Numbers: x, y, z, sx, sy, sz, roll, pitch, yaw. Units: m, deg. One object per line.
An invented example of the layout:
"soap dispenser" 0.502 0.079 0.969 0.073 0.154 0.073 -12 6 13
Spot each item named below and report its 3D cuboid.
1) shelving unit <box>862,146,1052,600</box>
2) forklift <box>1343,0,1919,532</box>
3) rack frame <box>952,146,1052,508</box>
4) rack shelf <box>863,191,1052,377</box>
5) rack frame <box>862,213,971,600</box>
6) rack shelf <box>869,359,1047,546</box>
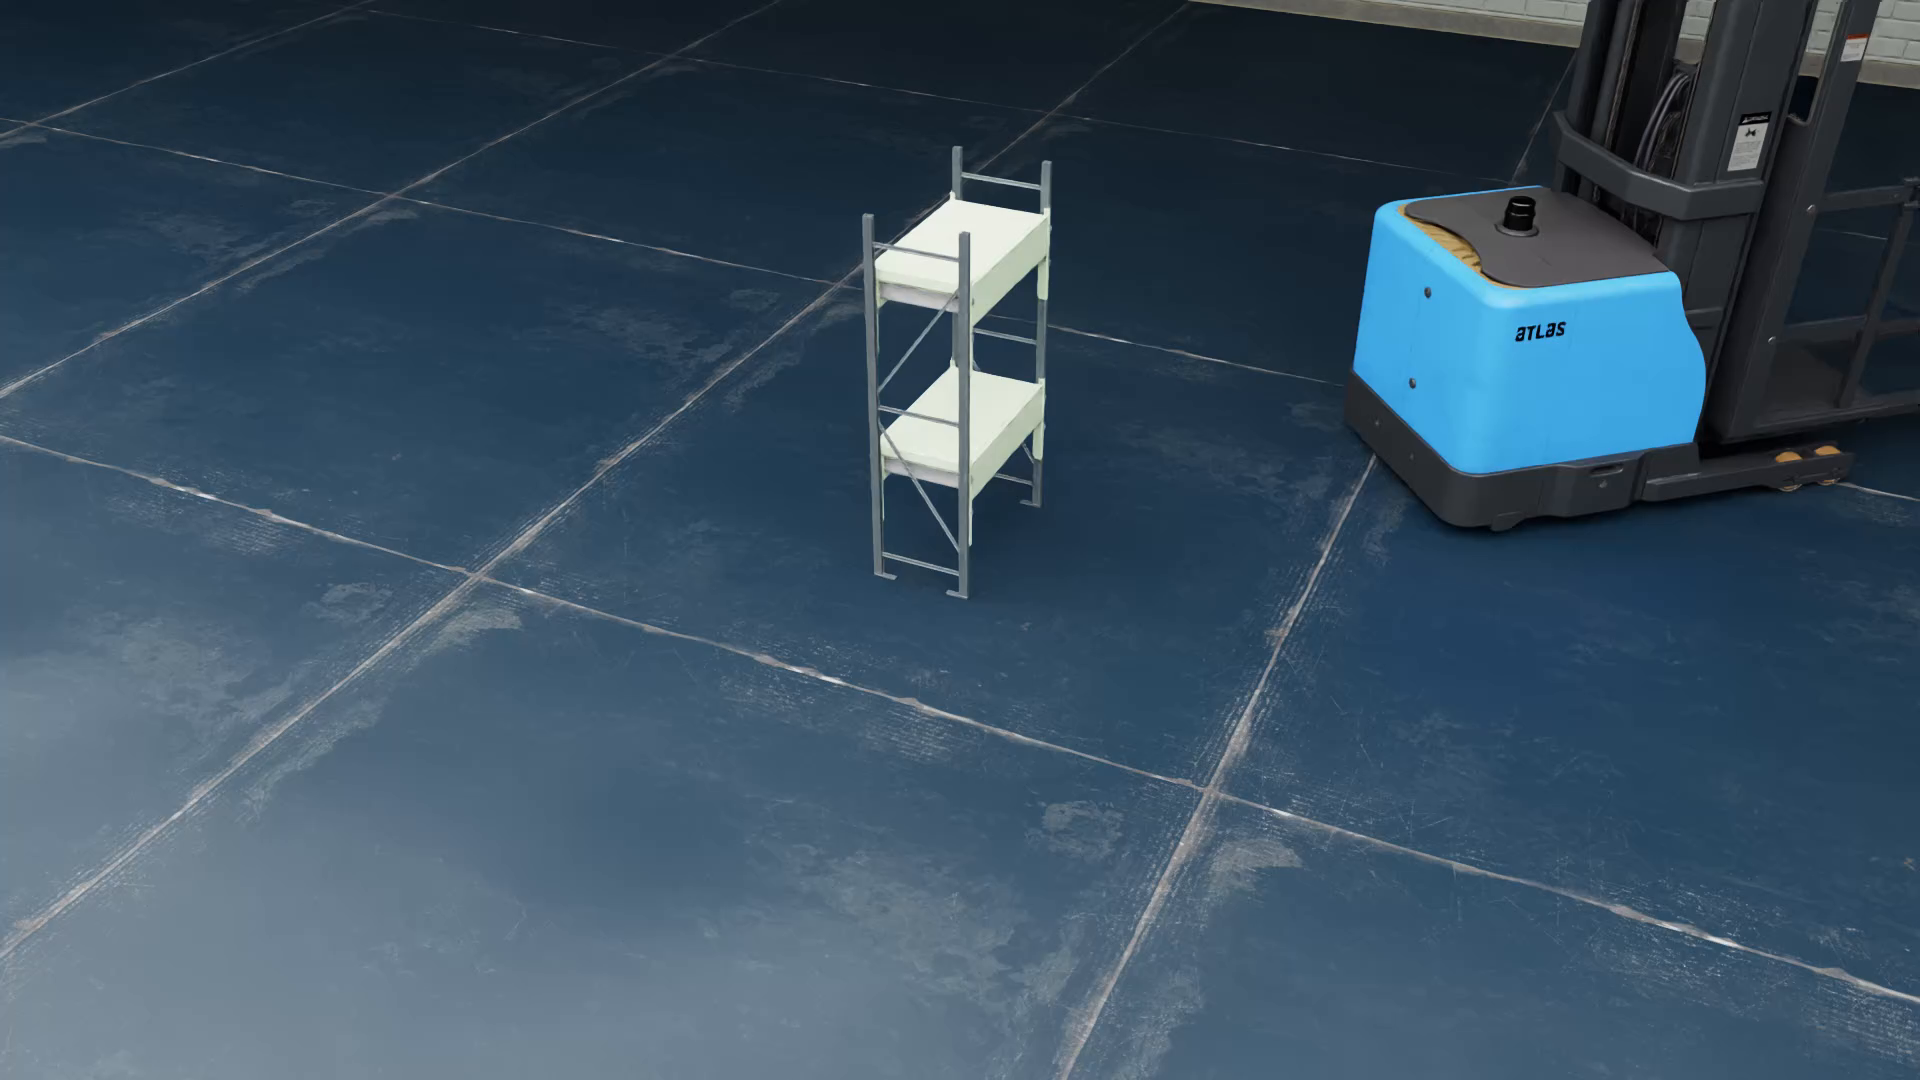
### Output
"shelving unit" 0.003 -0.631 6.344 0.431 1.500 0.755 14 36 20
"forklift" 3.293 -1.702 6.673 3.031 2.935 1.130 -9 34 -13
"rack frame" 0.156 -0.813 6.622 0.400 1.500 0.023 14 36 20
"rack shelf" 0.003 -0.957 6.130 0.431 0.370 0.720 14 36 20
"rack frame" -0.150 -0.448 6.066 0.400 1.500 0.023 14 36 20
"rack shelf" 0.003 -0.358 6.523 0.431 0.370 0.720 14 36 20
